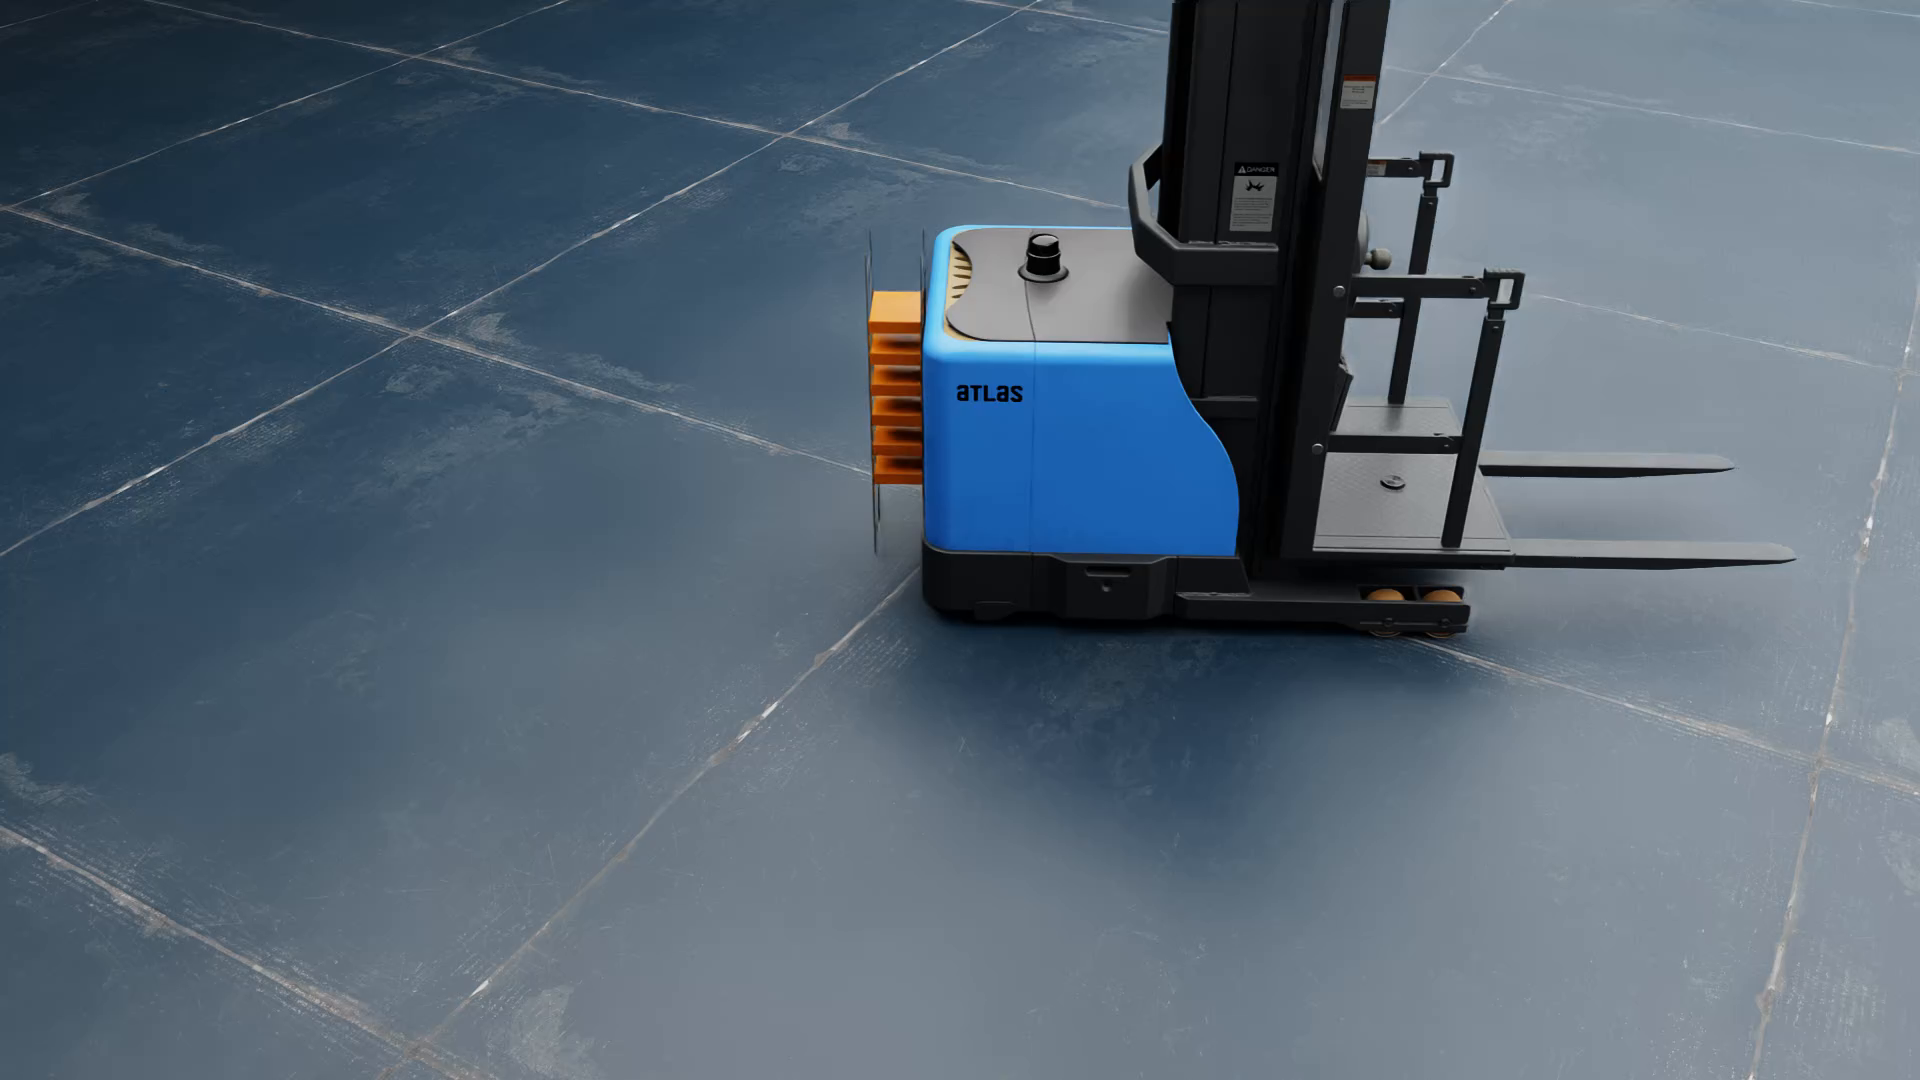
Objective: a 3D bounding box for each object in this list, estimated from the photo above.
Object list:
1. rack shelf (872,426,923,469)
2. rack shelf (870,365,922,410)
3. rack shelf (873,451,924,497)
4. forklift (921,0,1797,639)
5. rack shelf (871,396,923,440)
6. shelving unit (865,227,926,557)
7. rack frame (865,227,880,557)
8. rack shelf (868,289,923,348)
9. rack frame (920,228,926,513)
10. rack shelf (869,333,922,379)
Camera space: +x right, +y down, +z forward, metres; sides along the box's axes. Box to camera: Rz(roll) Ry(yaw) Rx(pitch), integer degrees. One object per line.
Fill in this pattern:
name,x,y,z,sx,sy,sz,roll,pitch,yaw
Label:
rack shelf,-0.219,-0.367,6.014,0.180,0.103,0.258,1,33,1
rack shelf,-0.219,-0.567,5.882,0.180,0.103,0.258,1,33,1
rack shelf,-0.219,-0.267,6.080,0.180,0.103,0.258,1,33,1
forklift,1.396,-1.182,5.380,3.031,2.935,1.130,1,34,2
rack shelf,-0.219,-0.467,5.948,0.180,0.103,0.258,1,33,1
shelving unit,-0.219,-0.504,5.923,0.189,1.200,0.258,1,33,1
rack frame,-0.310,-0.505,5.925,0.006,1.200,0.240,1,33,1
rack shelf,-0.219,-0.767,5.749,0.180,0.103,0.258,1,33,1
rack frame,-0.127,-0.503,5.921,0.006,1.200,0.240,1,33,1
rack shelf,-0.219,-0.667,5.816,0.180,0.103,0.258,1,33,1
